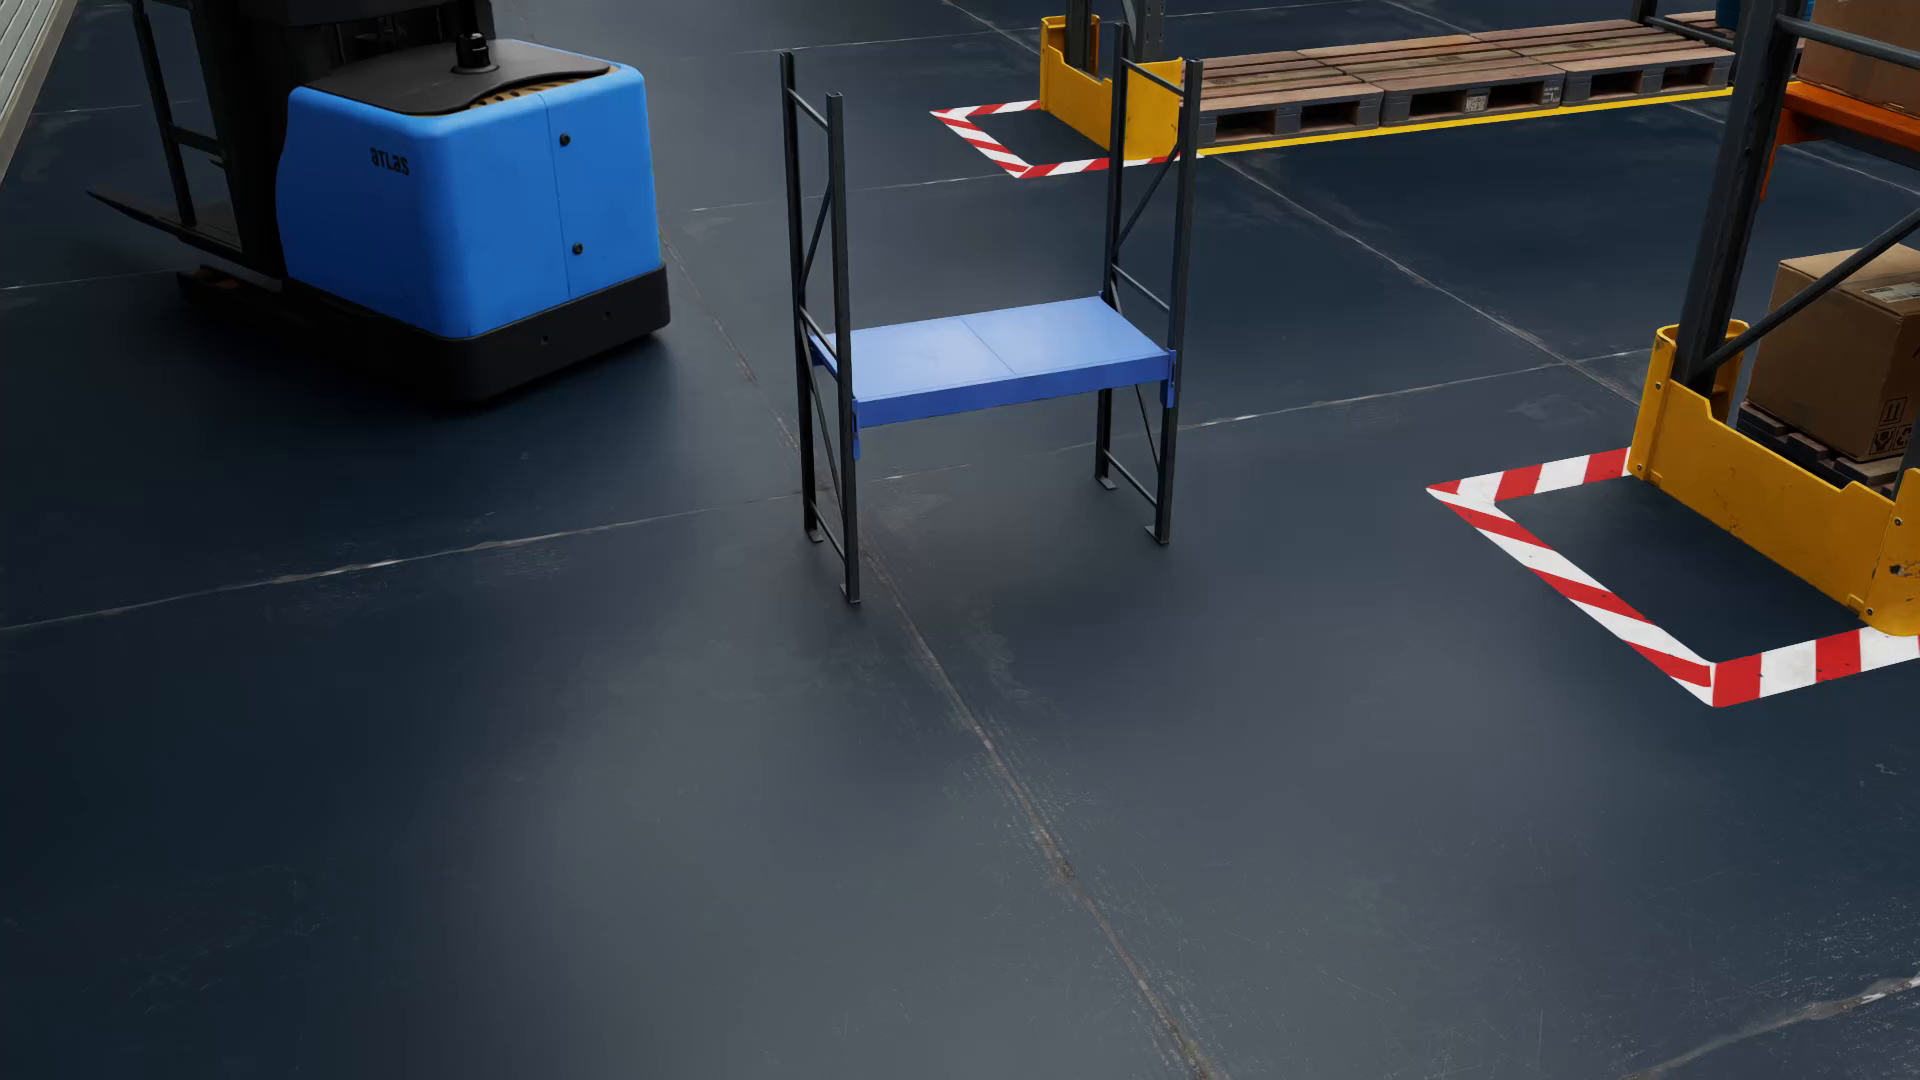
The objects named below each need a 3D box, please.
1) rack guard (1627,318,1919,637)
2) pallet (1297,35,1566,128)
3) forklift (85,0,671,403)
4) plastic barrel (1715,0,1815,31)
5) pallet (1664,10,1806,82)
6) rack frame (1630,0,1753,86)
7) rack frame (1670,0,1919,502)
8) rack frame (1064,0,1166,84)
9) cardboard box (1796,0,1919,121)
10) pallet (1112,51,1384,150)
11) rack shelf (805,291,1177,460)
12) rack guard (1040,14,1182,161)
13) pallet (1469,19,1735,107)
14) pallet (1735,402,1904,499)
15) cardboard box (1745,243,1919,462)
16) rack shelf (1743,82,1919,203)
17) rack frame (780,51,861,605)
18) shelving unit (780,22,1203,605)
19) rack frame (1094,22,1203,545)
[{"bbox_3d":[2.621,-0.231,5.151,0.348,0.500,1.175,-10,31,-18],"label":"rack guard"},{"bbox_3d":[2.754,-2.724,9.819,1.213,0.211,1.003,-10,31,-18],"label":"pallet"},{"bbox_3d":[-2.623,-2.355,6.423,3.031,2.935,1.130,22,36,33],"label":"forklift"},{"bbox_3d":[5.091,-3.650,10.322,0.708,0.901,0.600,-10,31,-18],"label":"plastic barrel"},{"bbox_3d":[5.313,-3.196,10.646,1.213,0.211,1.003,-10,31,-18],"label":"pallet"},{"bbox_3d":[4.575,-4.293,9.756,0.127,3.000,1.000,-10,31,-18],"label":"rack frame"},{"bbox_3d":[2.550,-1.304,4.509,0.127,3.000,1.000,-10,31,-18],"label":"rack frame"},{"bbox_3d":[0.826,-3.603,8.544,0.127,3.000,1.000,-10,31,-18],"label":"rack frame"},{"bbox_3d":[2.875,-1.551,4.841,0.500,0.500,0.500,-9,31,-16],"label":"cardboard box"},{"bbox_3d":[1.612,-2.516,9.452,1.213,0.211,1.003,-10,31,-18],"label":"pallet"},{"bbox_3d":[0.080,-0.510,4.994,1.000,0.185,0.538,-10,31,-18],"label":"rack shelf"},{"bbox_3d":[0.808,-2.507,9.145,0.348,0.500,1.175,-10,31,-18],"label":"rack guard"},{"bbox_3d":[3.899,-2.937,10.192,1.213,0.211,1.003,-10,31,-18],"label":"pallet"},{"bbox_3d":[3.368,-0.244,5.465,1.213,0.211,1.003,-10,31,-18],"label":"pallet"},{"bbox_3d":[2.973,-0.617,5.384,0.500,0.500,0.500,-10,31,-18],"label":"cardboard box"},{"bbox_3d":[4.424,-1.337,5.293,4.000,0.370,1.077,-10,31,-18],"label":"rack shelf"},{"bbox_3d":[-0.396,-0.579,4.751,0.032,1.500,0.500,-10,31,-18],"label":"rack frame"},{"bbox_3d":[0.080,-0.666,4.905,1.048,1.500,0.538,-10,31,-18],"label":"shelving unit"},{"bbox_3d":[0.556,-0.754,5.059,0.032,1.500,0.500,-10,31,-18],"label":"rack frame"}]
